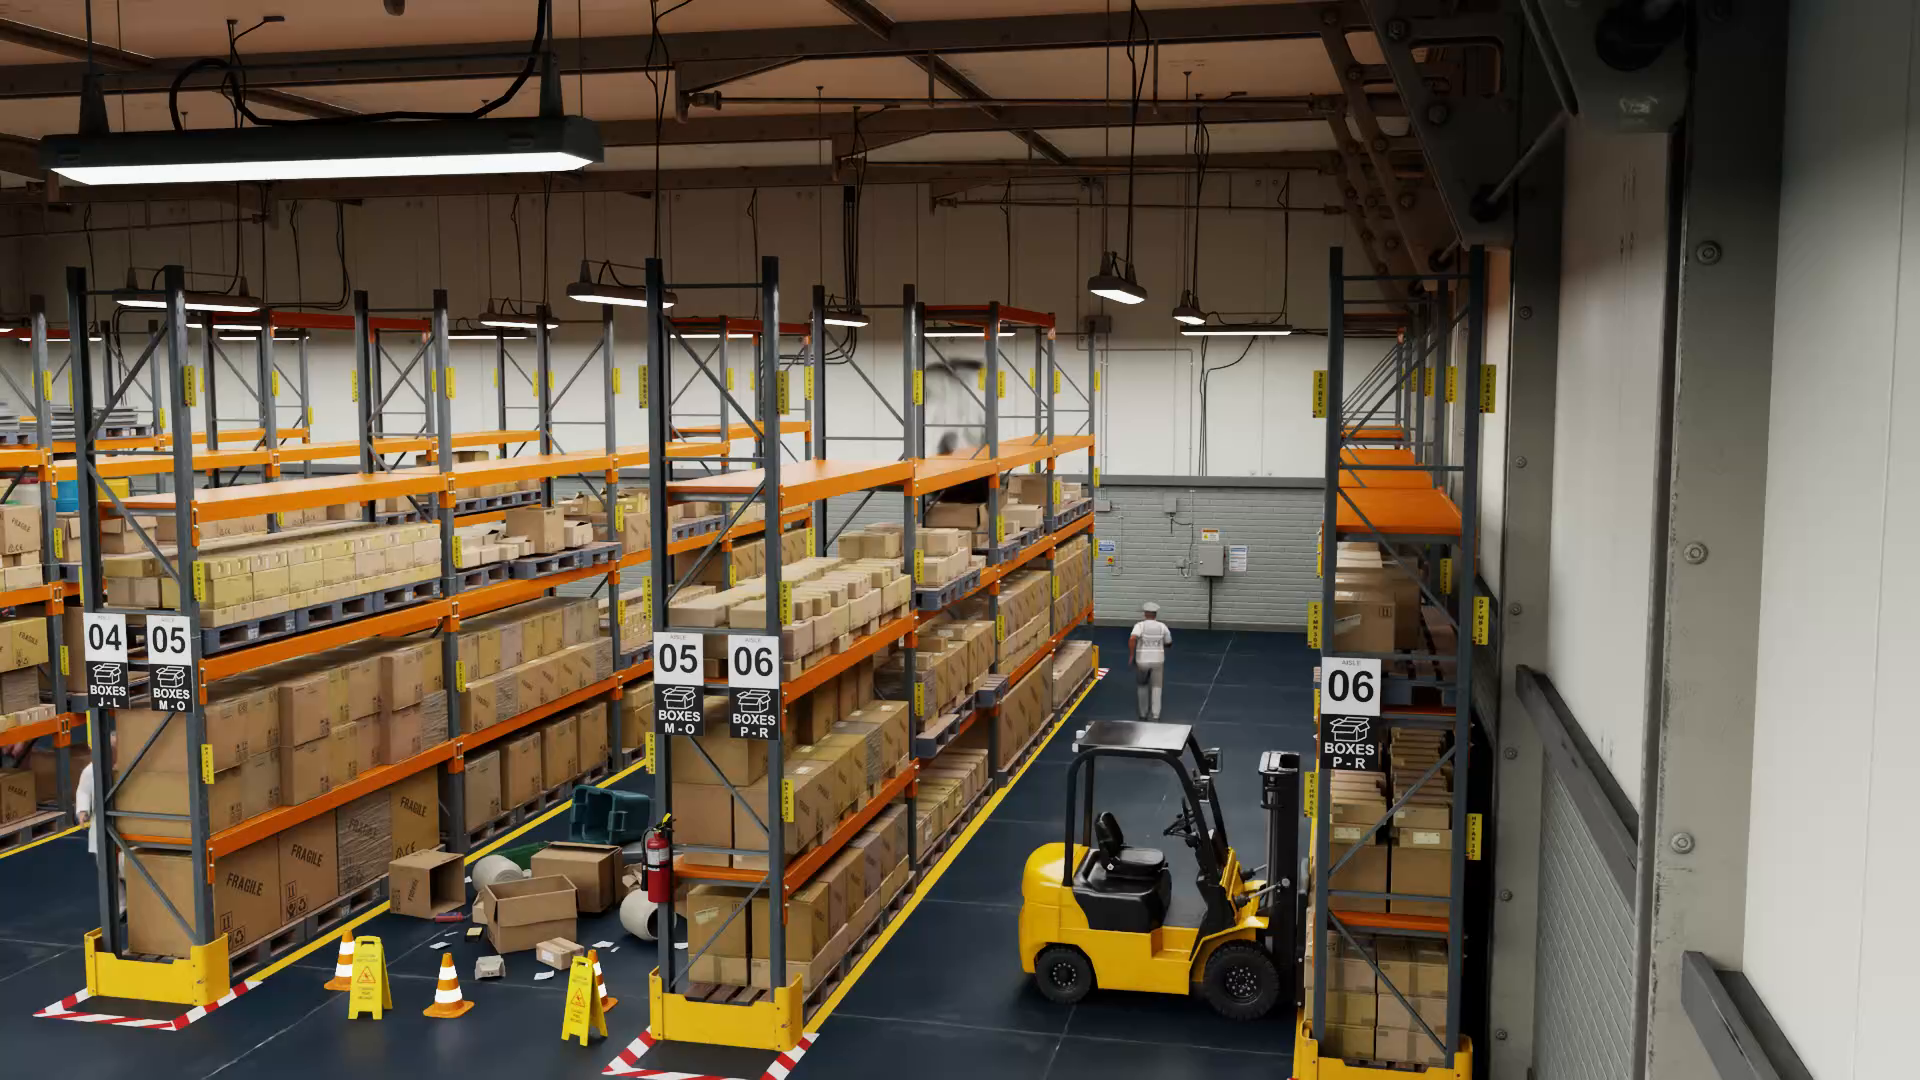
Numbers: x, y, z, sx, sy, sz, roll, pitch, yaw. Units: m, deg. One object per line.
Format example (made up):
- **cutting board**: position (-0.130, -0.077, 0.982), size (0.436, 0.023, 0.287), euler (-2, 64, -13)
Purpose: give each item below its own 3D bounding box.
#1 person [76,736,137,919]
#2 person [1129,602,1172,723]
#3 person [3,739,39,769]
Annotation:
- **person**: position (-8.026, 2.707, 15.788), size (0.718, 1.740, 0.638), euler (0, 6, 1)
- **person**: position (2.772, 1.823, 24.213), size (0.641, 1.816, 0.915), euler (0, 6, 4)
- **person**: position (-11.674, 2.257, 20.762), size (0.574, 1.626, 0.619), euler (0, 6, 2)
